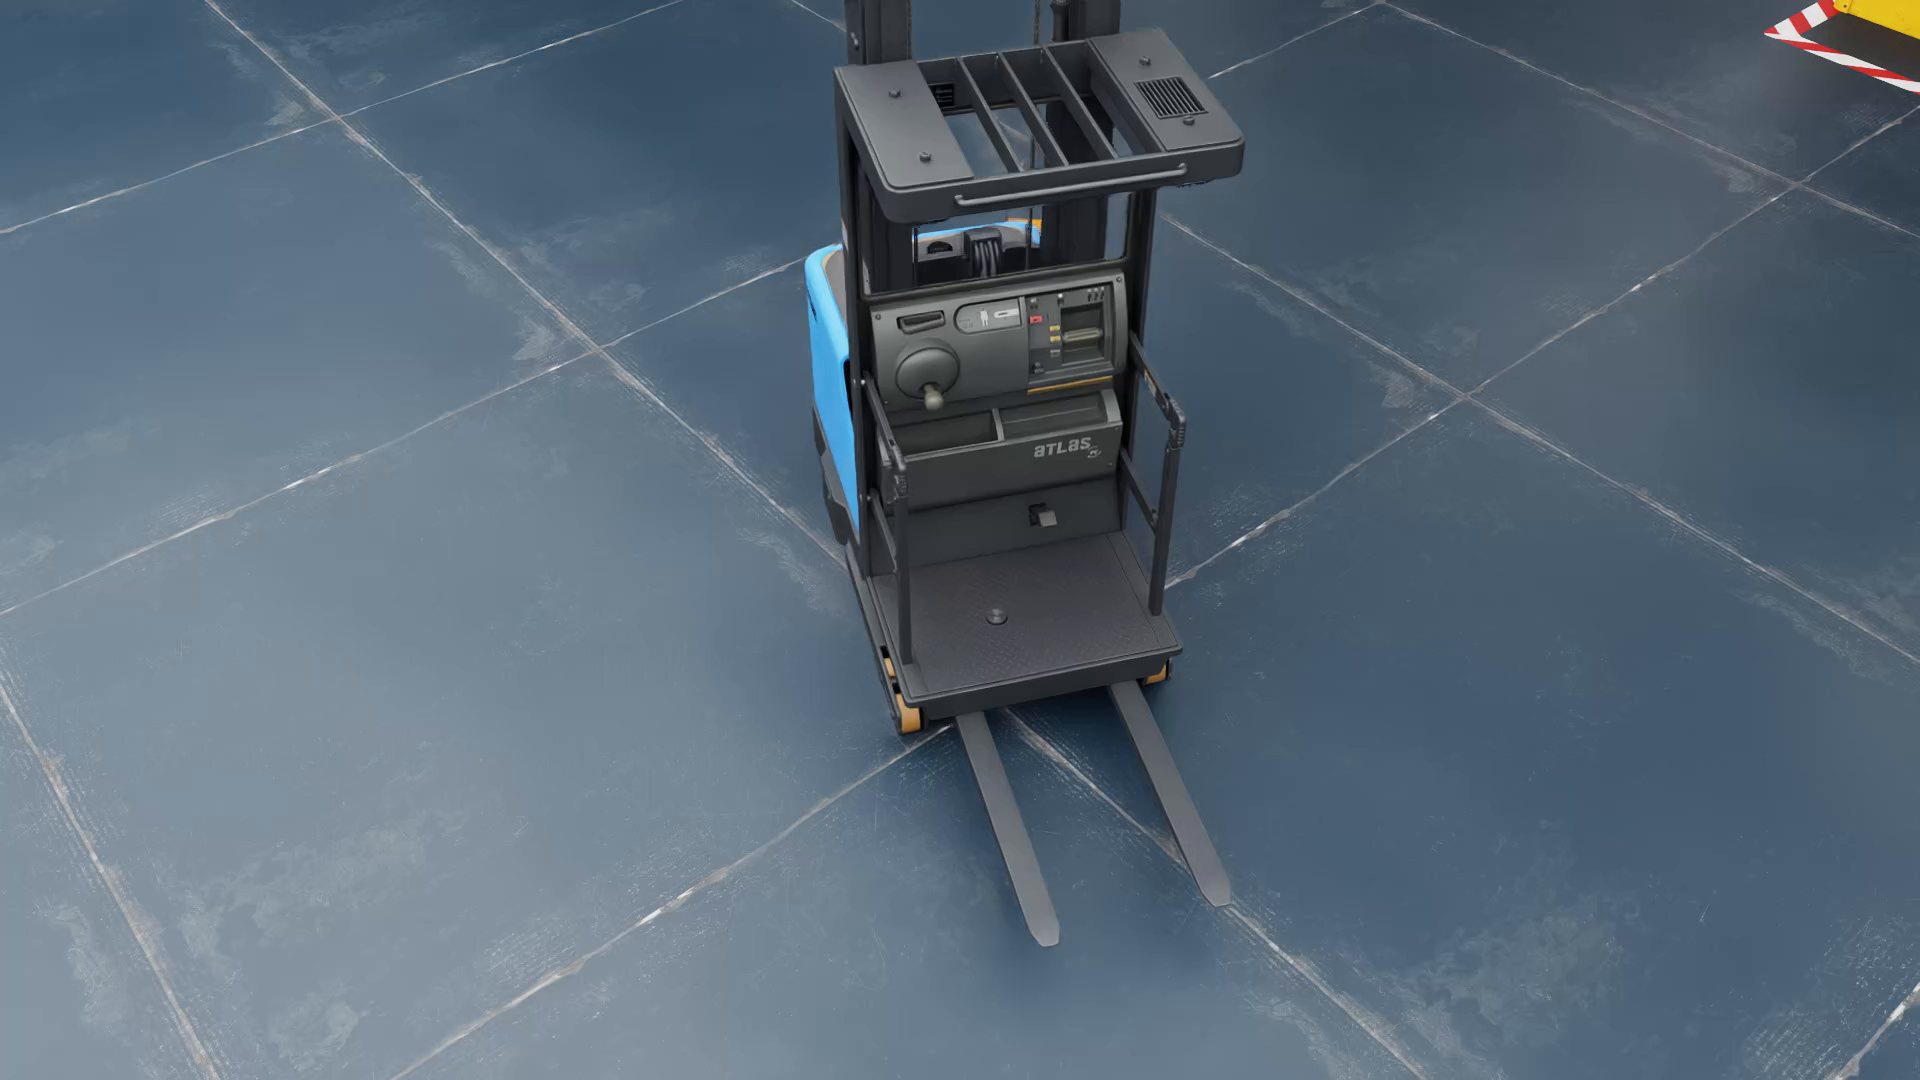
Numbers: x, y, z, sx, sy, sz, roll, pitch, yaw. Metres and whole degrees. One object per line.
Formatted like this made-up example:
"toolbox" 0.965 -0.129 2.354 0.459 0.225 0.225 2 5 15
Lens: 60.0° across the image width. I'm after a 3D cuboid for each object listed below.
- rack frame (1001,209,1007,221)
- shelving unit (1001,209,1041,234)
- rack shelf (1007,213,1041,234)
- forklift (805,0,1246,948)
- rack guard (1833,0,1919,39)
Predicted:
"rack frame" 0.196 -1.101 7.655 0.008 1.050 0.200 5 43 5
"shelving unit" 0.317 -1.091 7.645 0.252 1.050 0.215 5 43 5
"rack shelf" 0.317 -1.291 7.458 0.240 0.259 0.215 5 43 5
"forklift" 0.205 -0.620 5.769 1.130 2.935 3.031 -10 44 -11
"rack guard" 6.261 -3.479 10.589 0.348 0.500 1.175 -30 51 -28
